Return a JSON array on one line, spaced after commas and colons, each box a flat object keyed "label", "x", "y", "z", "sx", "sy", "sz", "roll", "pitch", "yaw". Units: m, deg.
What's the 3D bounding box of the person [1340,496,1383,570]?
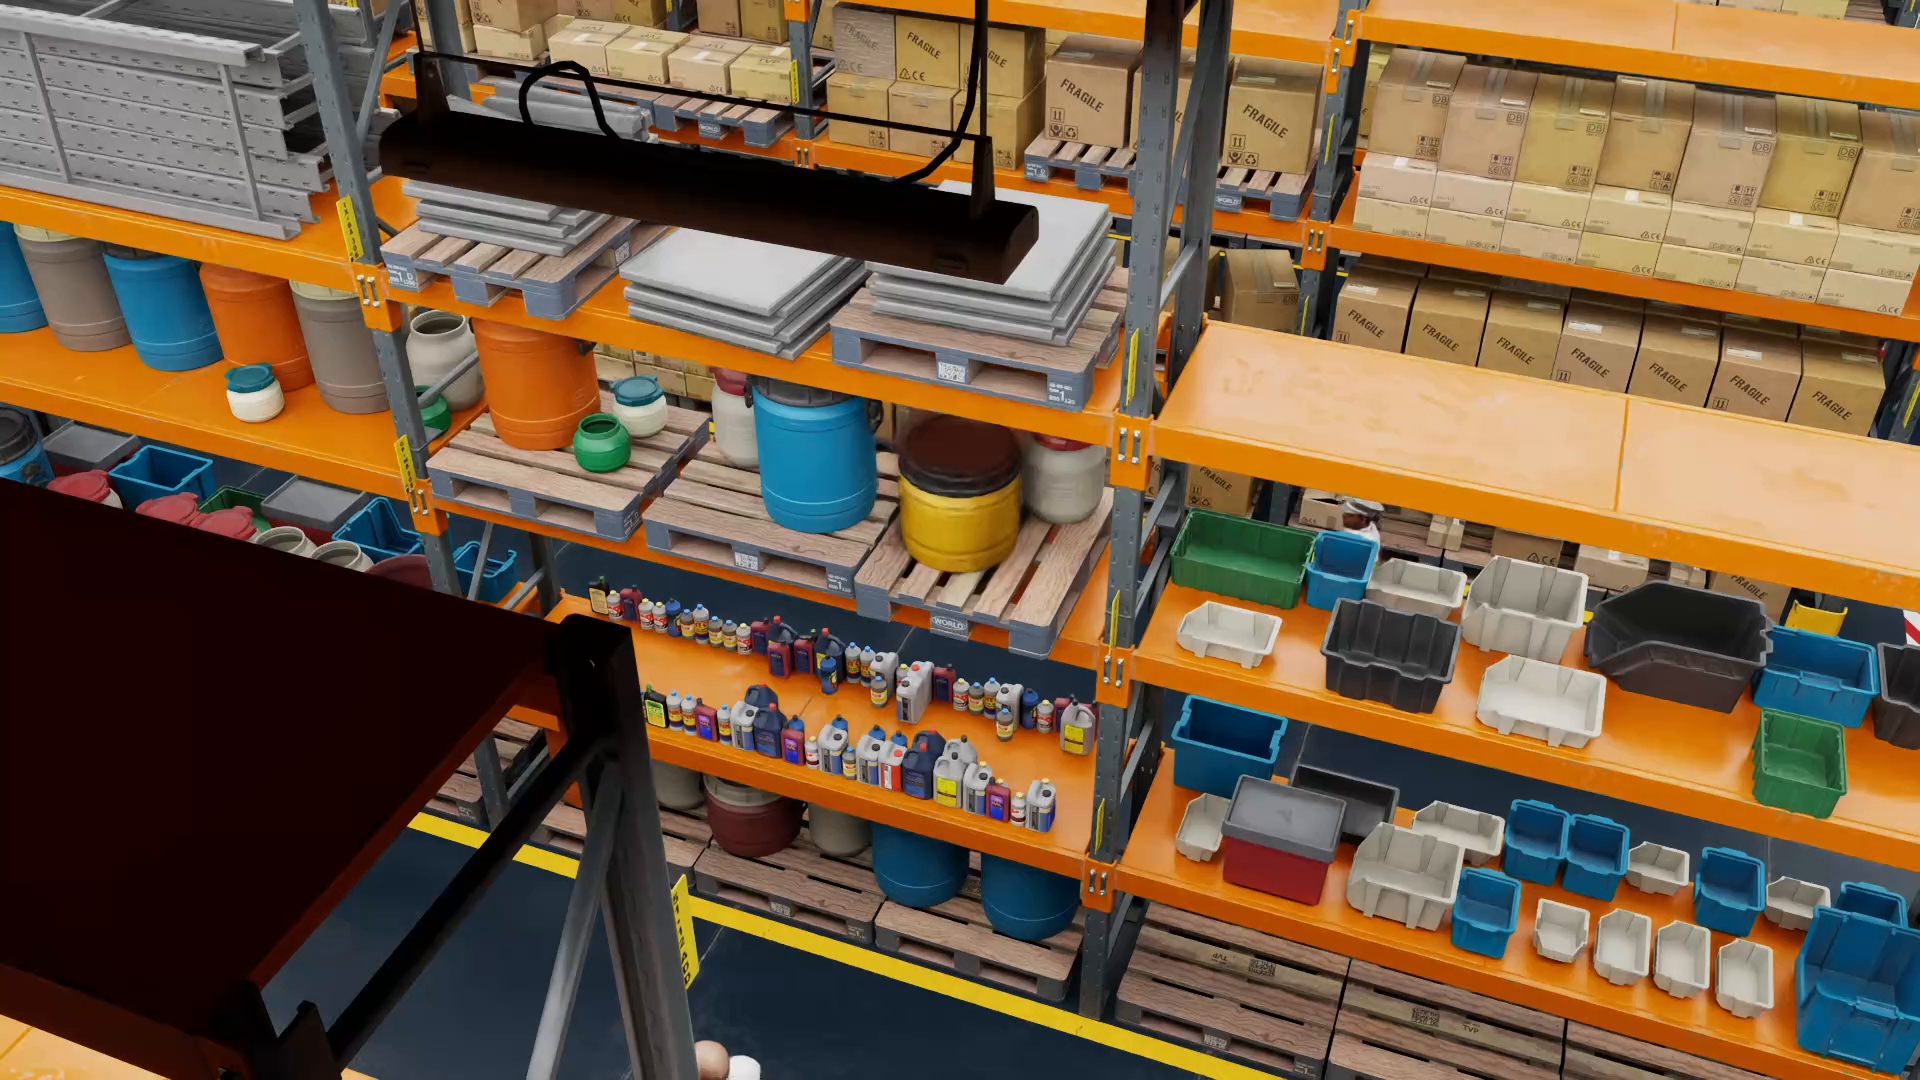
[{"label": "person", "x": 2.695, "y": 0.399, "z": 11.208, "sx": 0.841, "sy": 1.659, "sz": 0.457, "roll": 11, "pitch": 38, "yaw": 15}]

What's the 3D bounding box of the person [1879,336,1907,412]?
[{"label": "person", "x": 8.146, "y": -1.848, "z": 14.572, "sx": 0.793, "sy": 1.574, "sz": 0.598, "roll": -3, "pitch": 37, "yaw": -4}]

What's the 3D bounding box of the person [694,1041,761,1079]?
[{"label": "person", "x": -1.162, "y": 2.848, "z": 7.696, "sx": 1.010, "sy": 1.642, "sz": 0.611, "roll": 18, "pitch": 40, "yaw": 23}]
